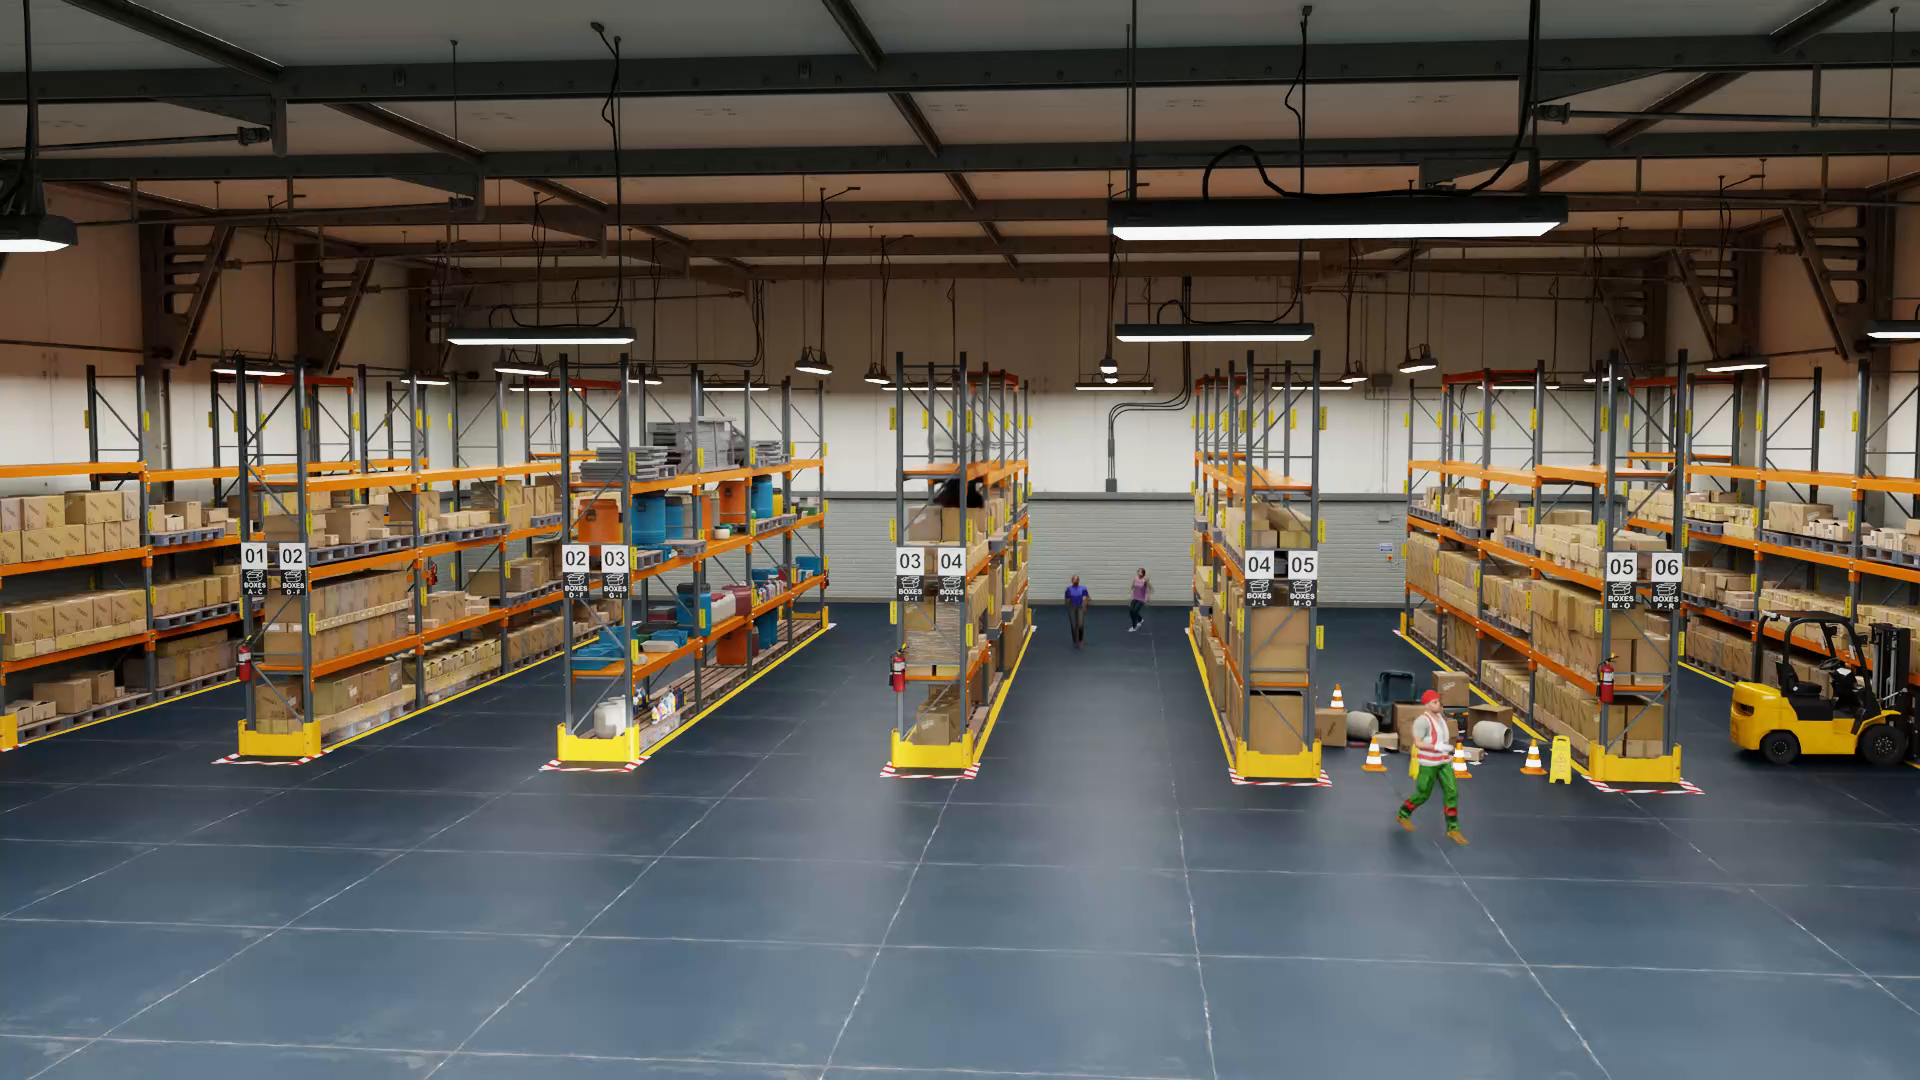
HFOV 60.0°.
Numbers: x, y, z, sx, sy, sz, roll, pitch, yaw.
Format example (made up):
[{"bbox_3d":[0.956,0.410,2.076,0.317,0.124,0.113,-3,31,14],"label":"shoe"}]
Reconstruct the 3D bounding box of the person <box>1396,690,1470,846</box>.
[{"bbox_3d":[5.665,2.691,19.909,0.664,1.806,0.953,-3,5,-35],"label":"person"}]

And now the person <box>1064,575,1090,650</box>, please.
[{"bbox_3d":[2.562,1.599,36.546,0.548,1.649,0.681,1,4,8],"label":"person"}]

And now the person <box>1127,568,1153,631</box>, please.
[{"bbox_3d":[4.244,1.427,39.532,0.599,1.535,0.473,3,5,39],"label":"person"}]
